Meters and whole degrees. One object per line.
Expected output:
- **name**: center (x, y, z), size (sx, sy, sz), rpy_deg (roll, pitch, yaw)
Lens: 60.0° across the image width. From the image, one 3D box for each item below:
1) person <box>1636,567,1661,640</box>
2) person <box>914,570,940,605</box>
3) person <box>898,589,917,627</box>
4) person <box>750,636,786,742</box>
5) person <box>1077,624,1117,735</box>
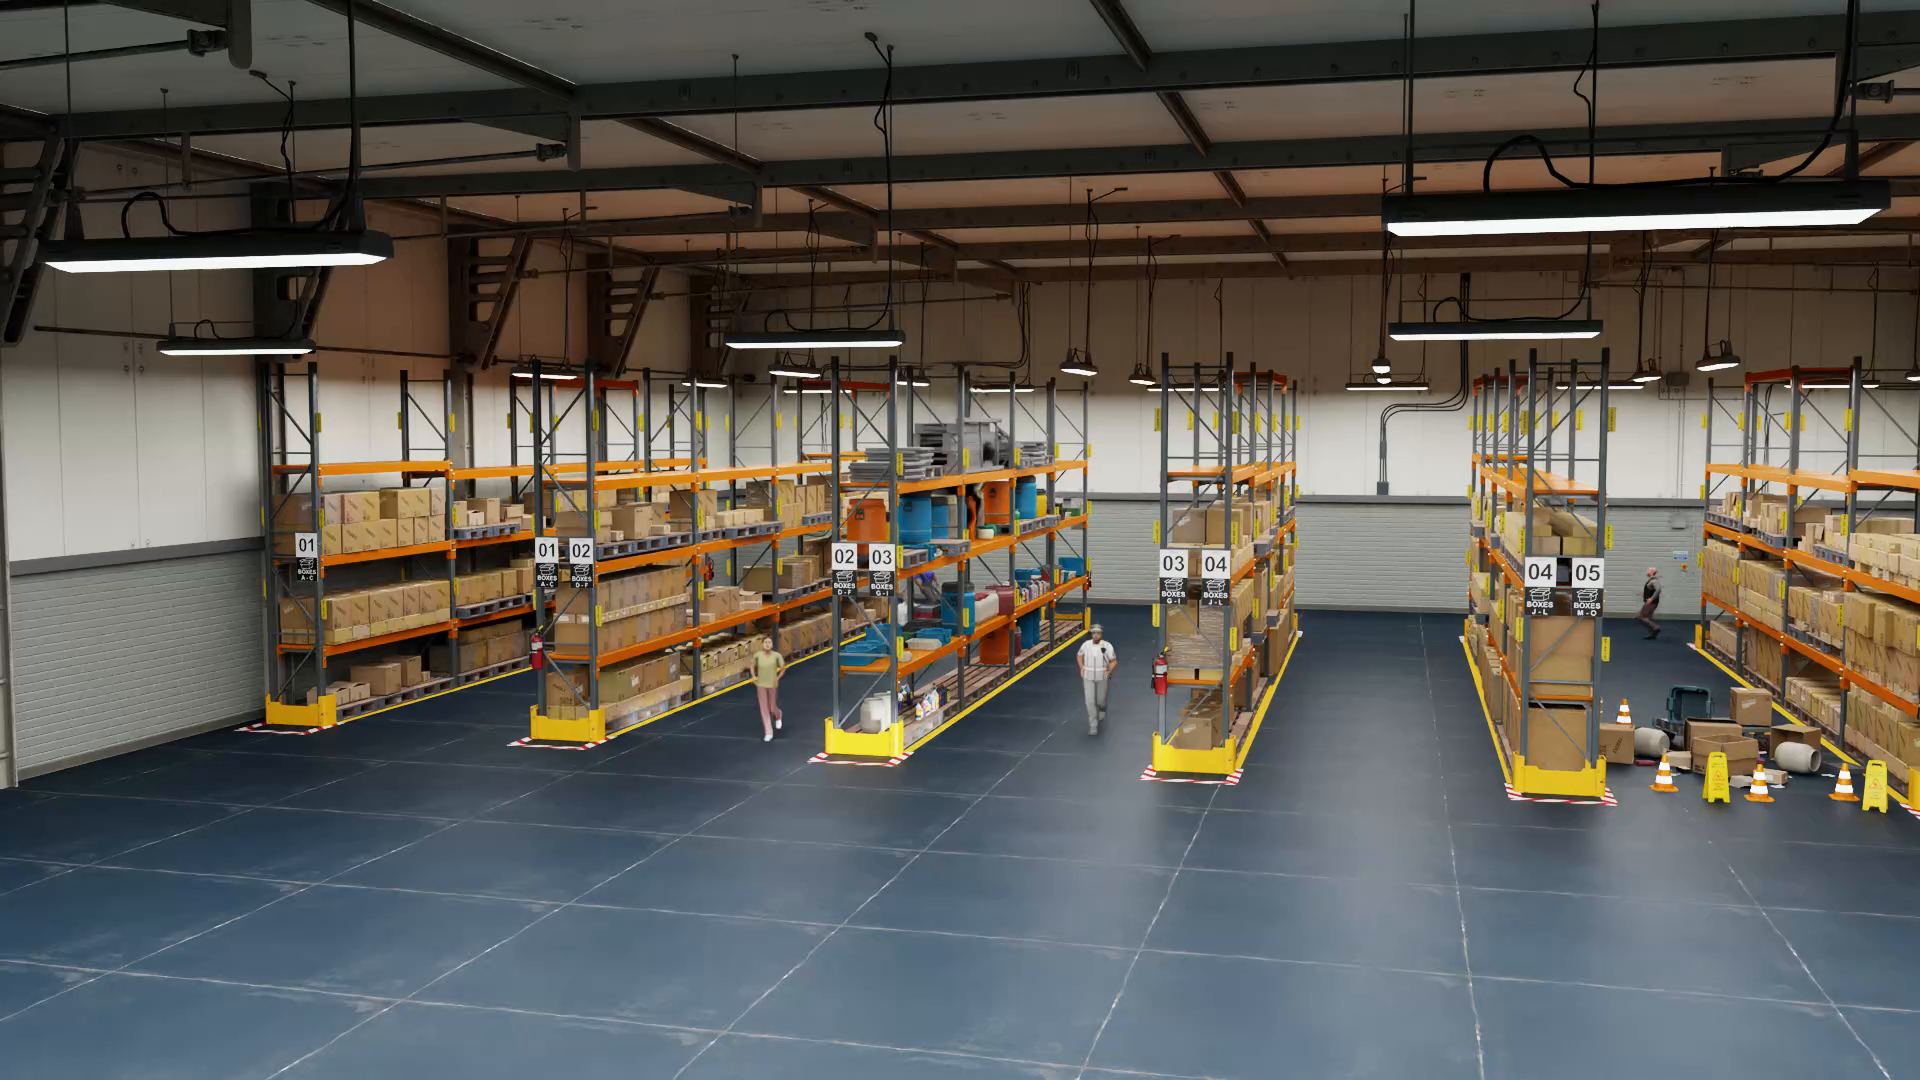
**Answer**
- **person**: center (15.900, 1.463, 38.417), size (0.571, 1.696, 0.686), rpy_deg (2, 4, 25)
- **person**: center (-0.799, 1.249, 42.012), size (0.493, 1.612, 0.649), rpy_deg (3, 5, 41)
- **person**: center (-1.048, 1.815, 33.526), size (0.636, 1.663, 0.759), rpy_deg (1, 4, 14)
- **person**: center (-3.059, 2.337, 26.439), size (0.582, 1.639, 0.728), rpy_deg (0, 4, 1)
- **person**: center (2.213, 2.239, 27.037), size (0.662, 1.770, 0.788), rpy_deg (1, 4, 11)
